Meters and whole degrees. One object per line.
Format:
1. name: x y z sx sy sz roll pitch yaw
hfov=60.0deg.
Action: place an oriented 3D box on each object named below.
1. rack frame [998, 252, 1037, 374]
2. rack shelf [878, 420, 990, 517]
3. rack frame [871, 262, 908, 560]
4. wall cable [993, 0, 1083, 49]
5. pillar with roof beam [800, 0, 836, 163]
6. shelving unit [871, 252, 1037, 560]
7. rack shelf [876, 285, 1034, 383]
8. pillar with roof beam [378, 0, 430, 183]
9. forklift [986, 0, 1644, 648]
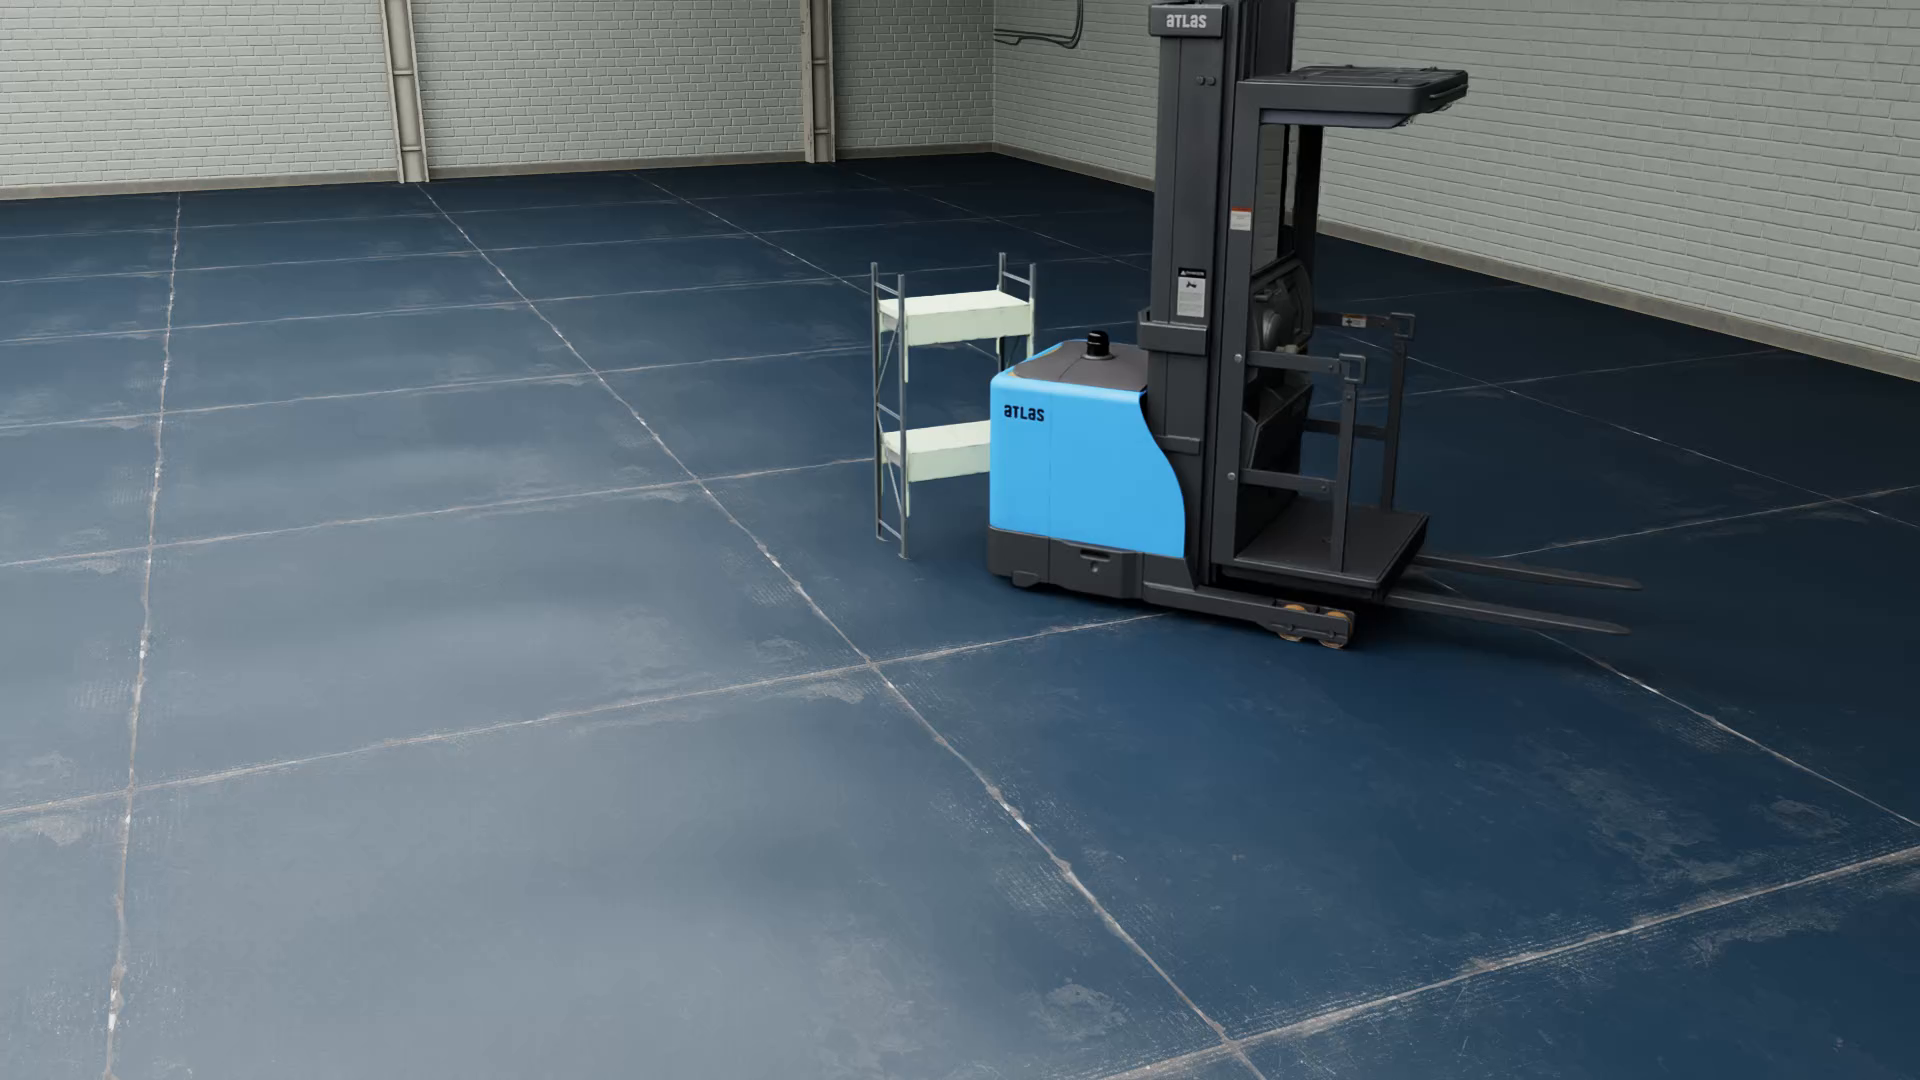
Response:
1. rack frame: 0.301 -0.763 8.930 0.023 1.500 0.400 -9 21 -23
2. rack shelf: -0.033 -0.405 8.896 0.720 0.370 0.431 -9 21 -23
3. rack frame: -0.366 -0.662 8.645 0.023 1.500 0.400 -9 21 -23
4. wall cable: 1.082 -8.584 24.528 0.112 2.526 3.097 -8 21 -22
5. pillar with roof beam: -0.442 -8.752 20.328 0.400 9.000 9.100 -8 21 -22
6. shelving unit: -0.033 -0.713 8.788 0.755 1.500 0.431 -9 21 -23
7. rack shelf: -0.033 -1.081 8.658 0.720 0.370 0.431 -9 21 -23
8. pillar with roof beam: -5.951 -7.962 18.086 0.400 9.000 9.100 -8 21 -22
9. forklift: 1.687 -1.088 7.698 3.031 2.935 1.130 9 21 25
